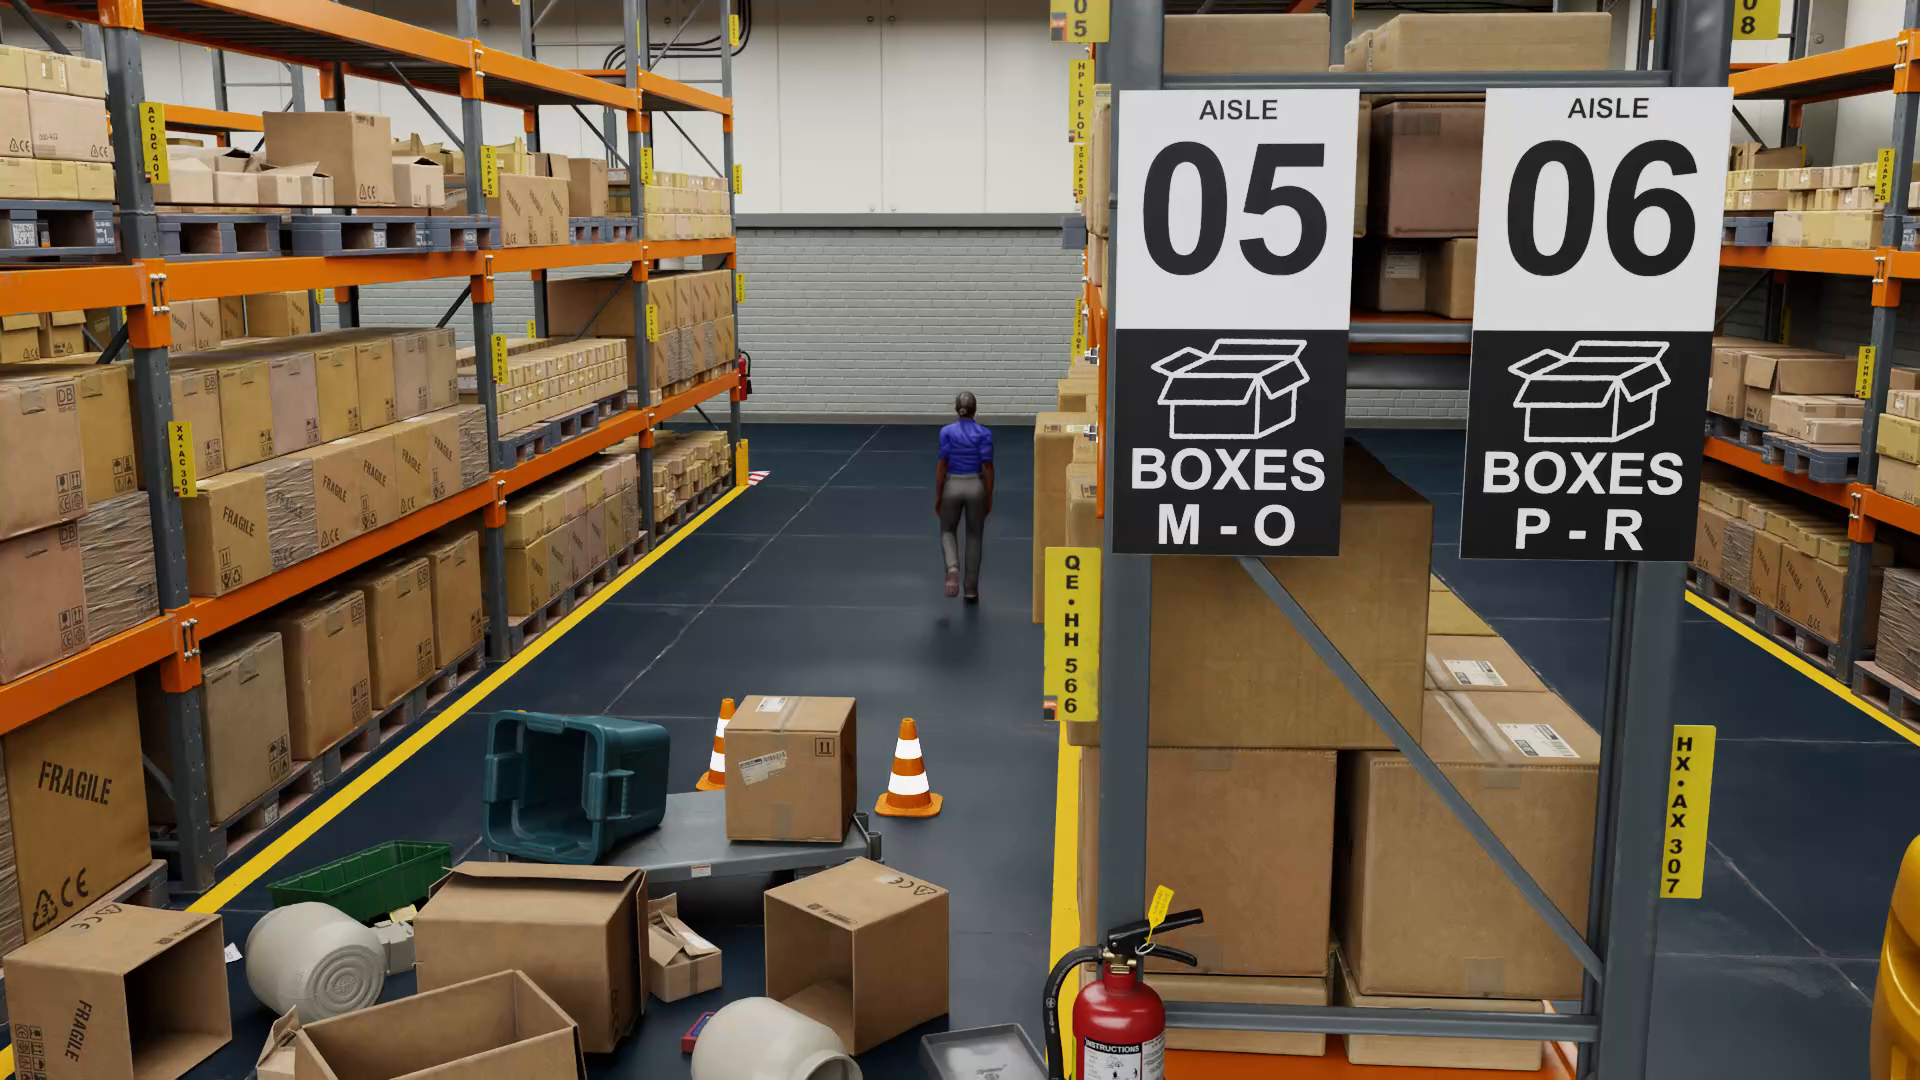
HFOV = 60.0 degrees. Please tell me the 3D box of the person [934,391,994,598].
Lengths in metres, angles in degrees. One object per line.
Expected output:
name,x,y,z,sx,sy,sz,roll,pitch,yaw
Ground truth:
person,0.035,-0.342,13.125,0.472,1.637,0.472,1,11,4
